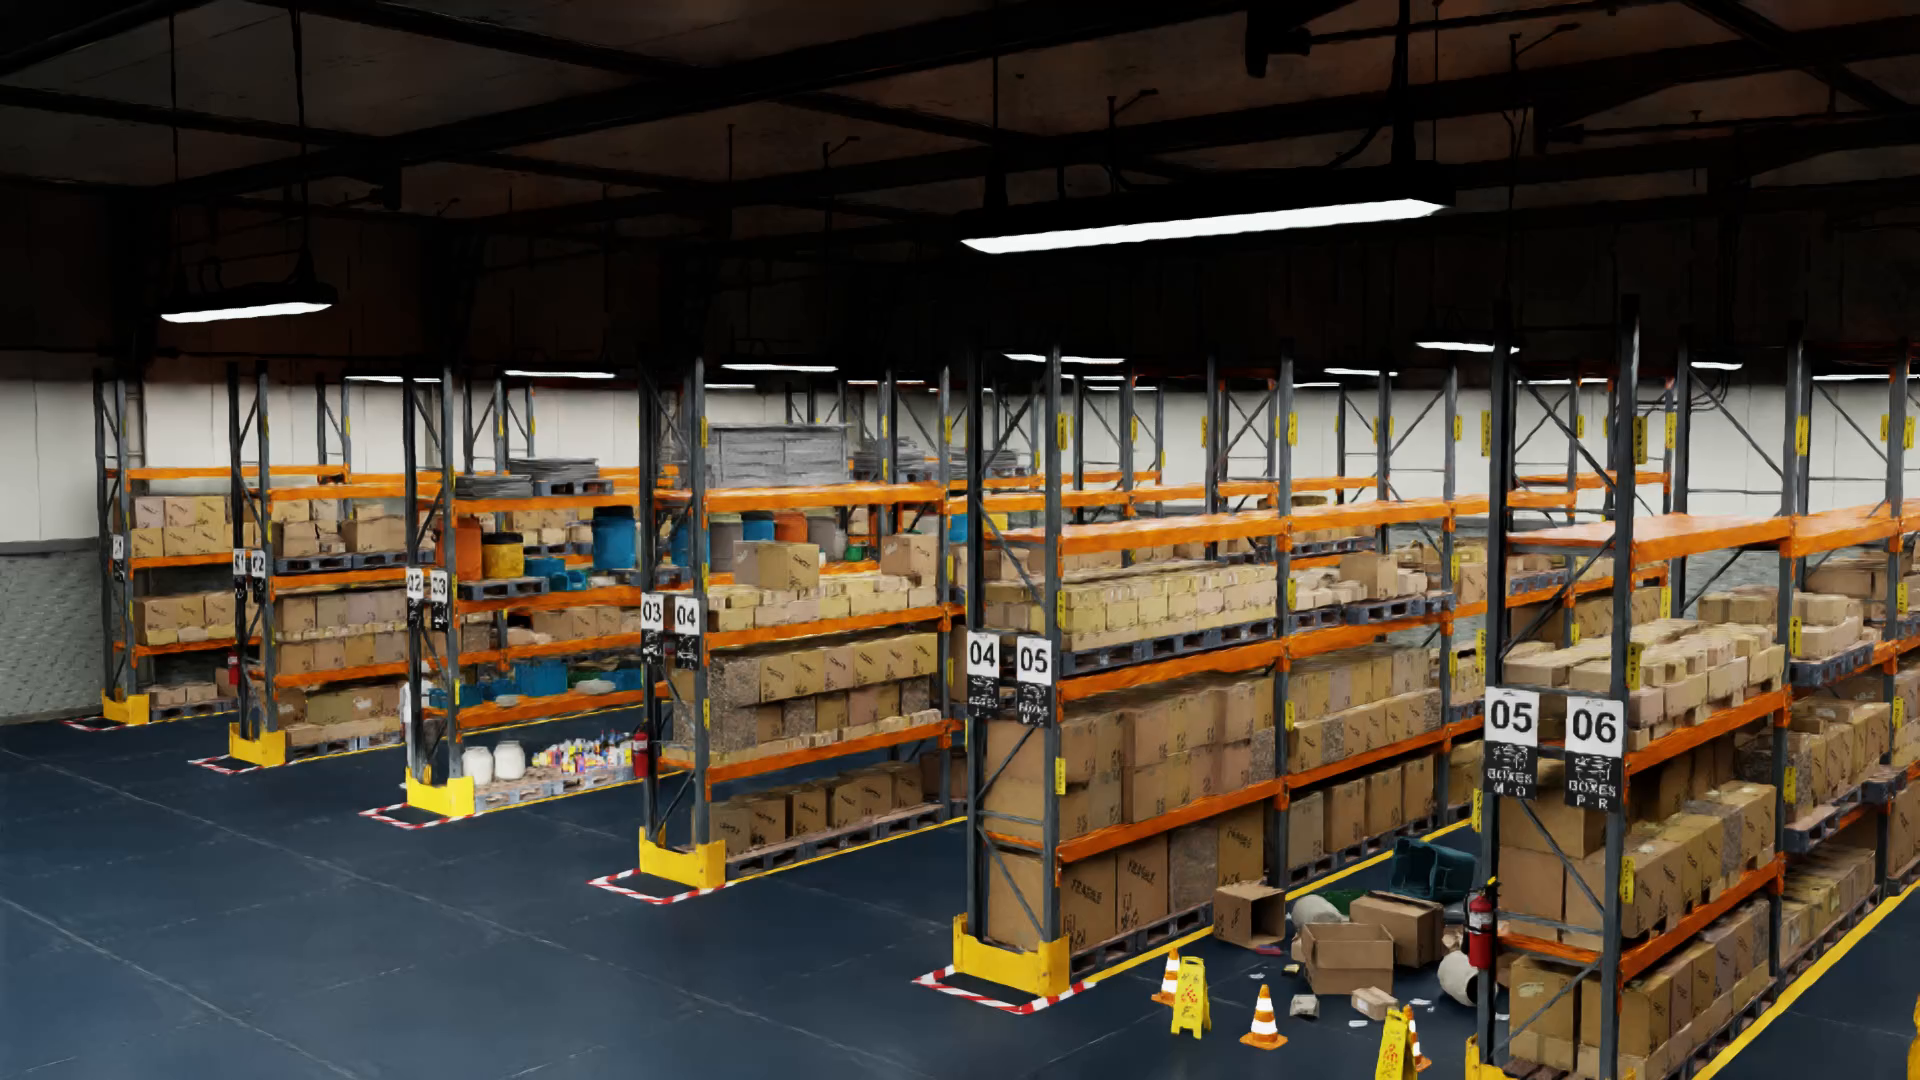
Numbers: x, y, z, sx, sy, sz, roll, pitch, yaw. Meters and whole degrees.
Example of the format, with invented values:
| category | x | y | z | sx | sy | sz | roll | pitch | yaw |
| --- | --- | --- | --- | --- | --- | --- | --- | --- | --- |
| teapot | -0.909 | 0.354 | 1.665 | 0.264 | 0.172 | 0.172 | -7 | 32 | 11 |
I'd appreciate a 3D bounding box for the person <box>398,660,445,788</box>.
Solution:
| category | x | y | z | sx | sy | sz | roll | pitch | yaw |
| --- | --- | --- | --- | --- | --- | --- | --- | --- | --- |
| person | -7.541 | 2.553 | 23.297 | 0.627 | 1.768 | 0.570 | -2 | 4 | -20 |
